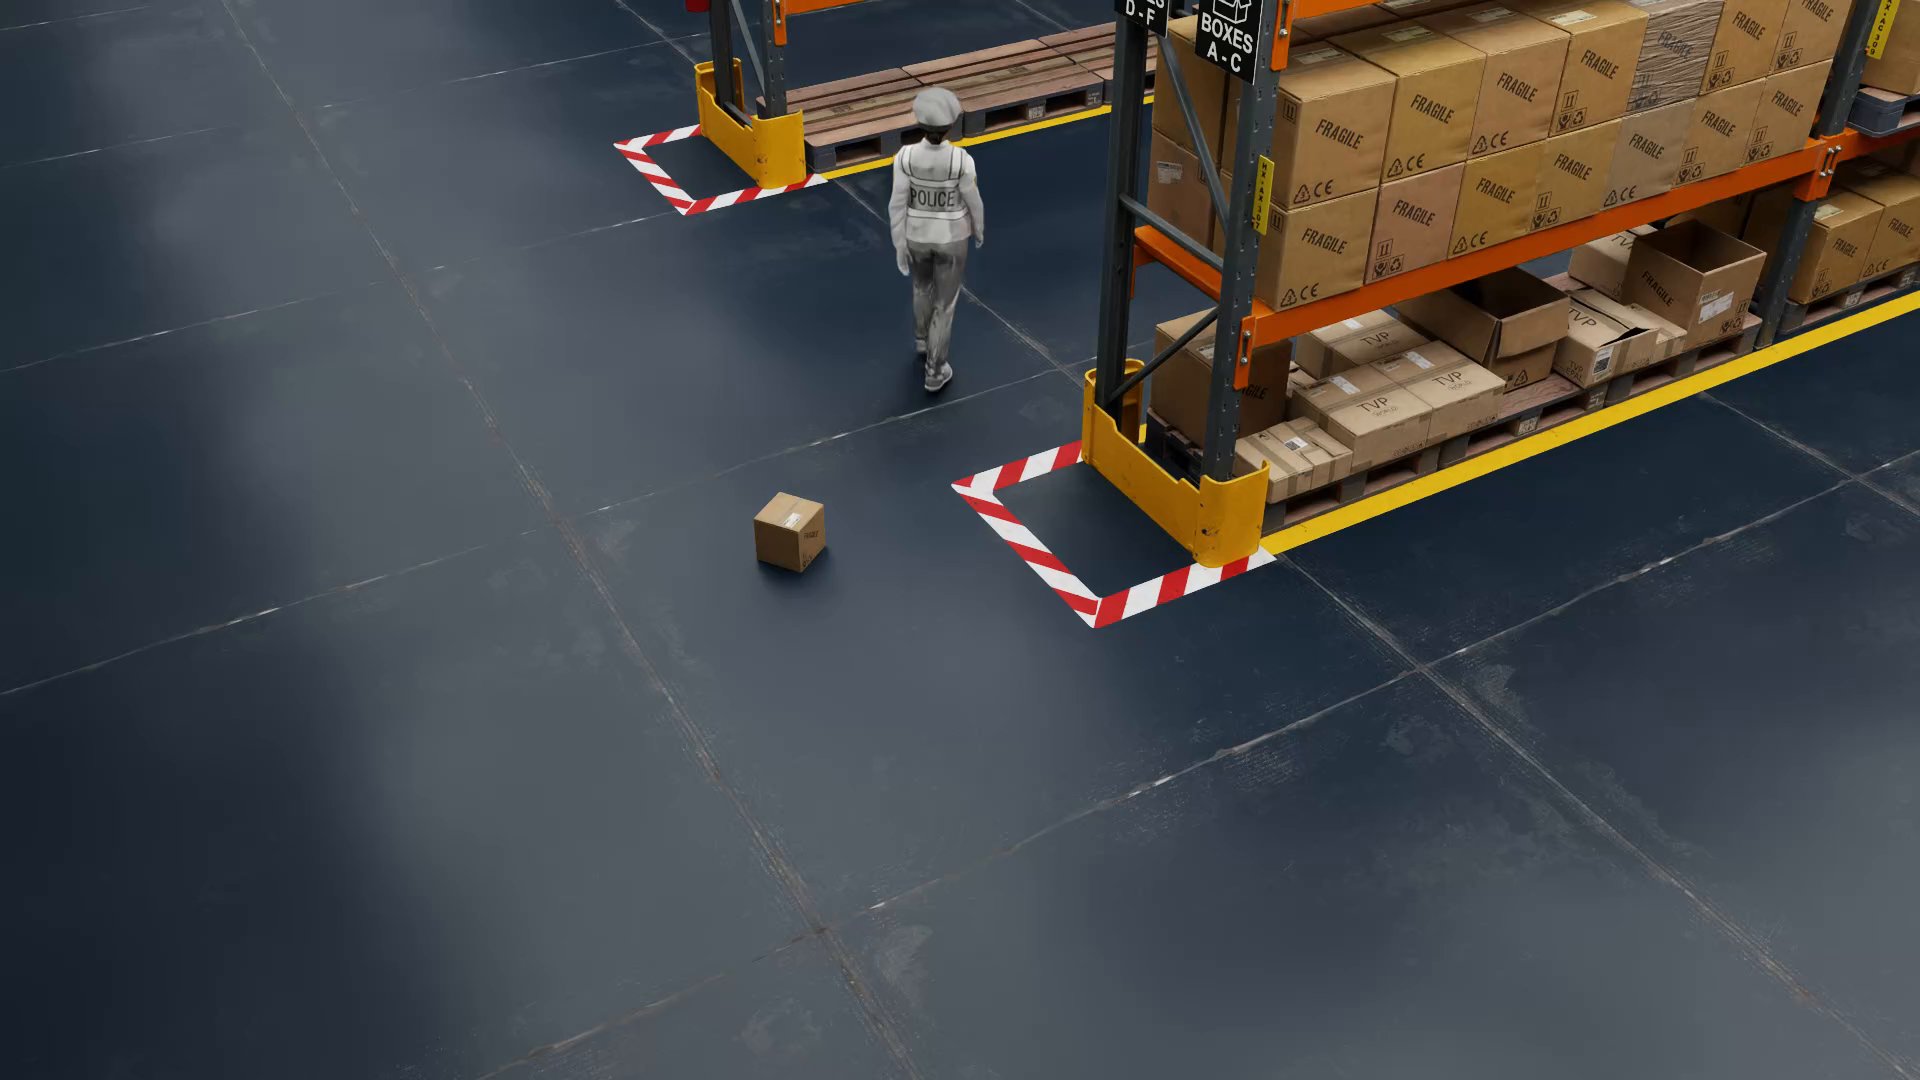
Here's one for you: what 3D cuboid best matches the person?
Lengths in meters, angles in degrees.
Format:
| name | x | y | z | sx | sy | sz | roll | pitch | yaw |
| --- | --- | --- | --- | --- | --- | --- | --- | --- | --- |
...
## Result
| name | x | y | z | sx | sy | sz | roll | pitch | yaw |
| --- | --- | --- | --- | --- | --- | --- | --- | --- | --- |
| person | -0.110 | -1.623 | 9.026 | 0.486 | 1.750 | 0.588 | 8 | 38 | 10 |
